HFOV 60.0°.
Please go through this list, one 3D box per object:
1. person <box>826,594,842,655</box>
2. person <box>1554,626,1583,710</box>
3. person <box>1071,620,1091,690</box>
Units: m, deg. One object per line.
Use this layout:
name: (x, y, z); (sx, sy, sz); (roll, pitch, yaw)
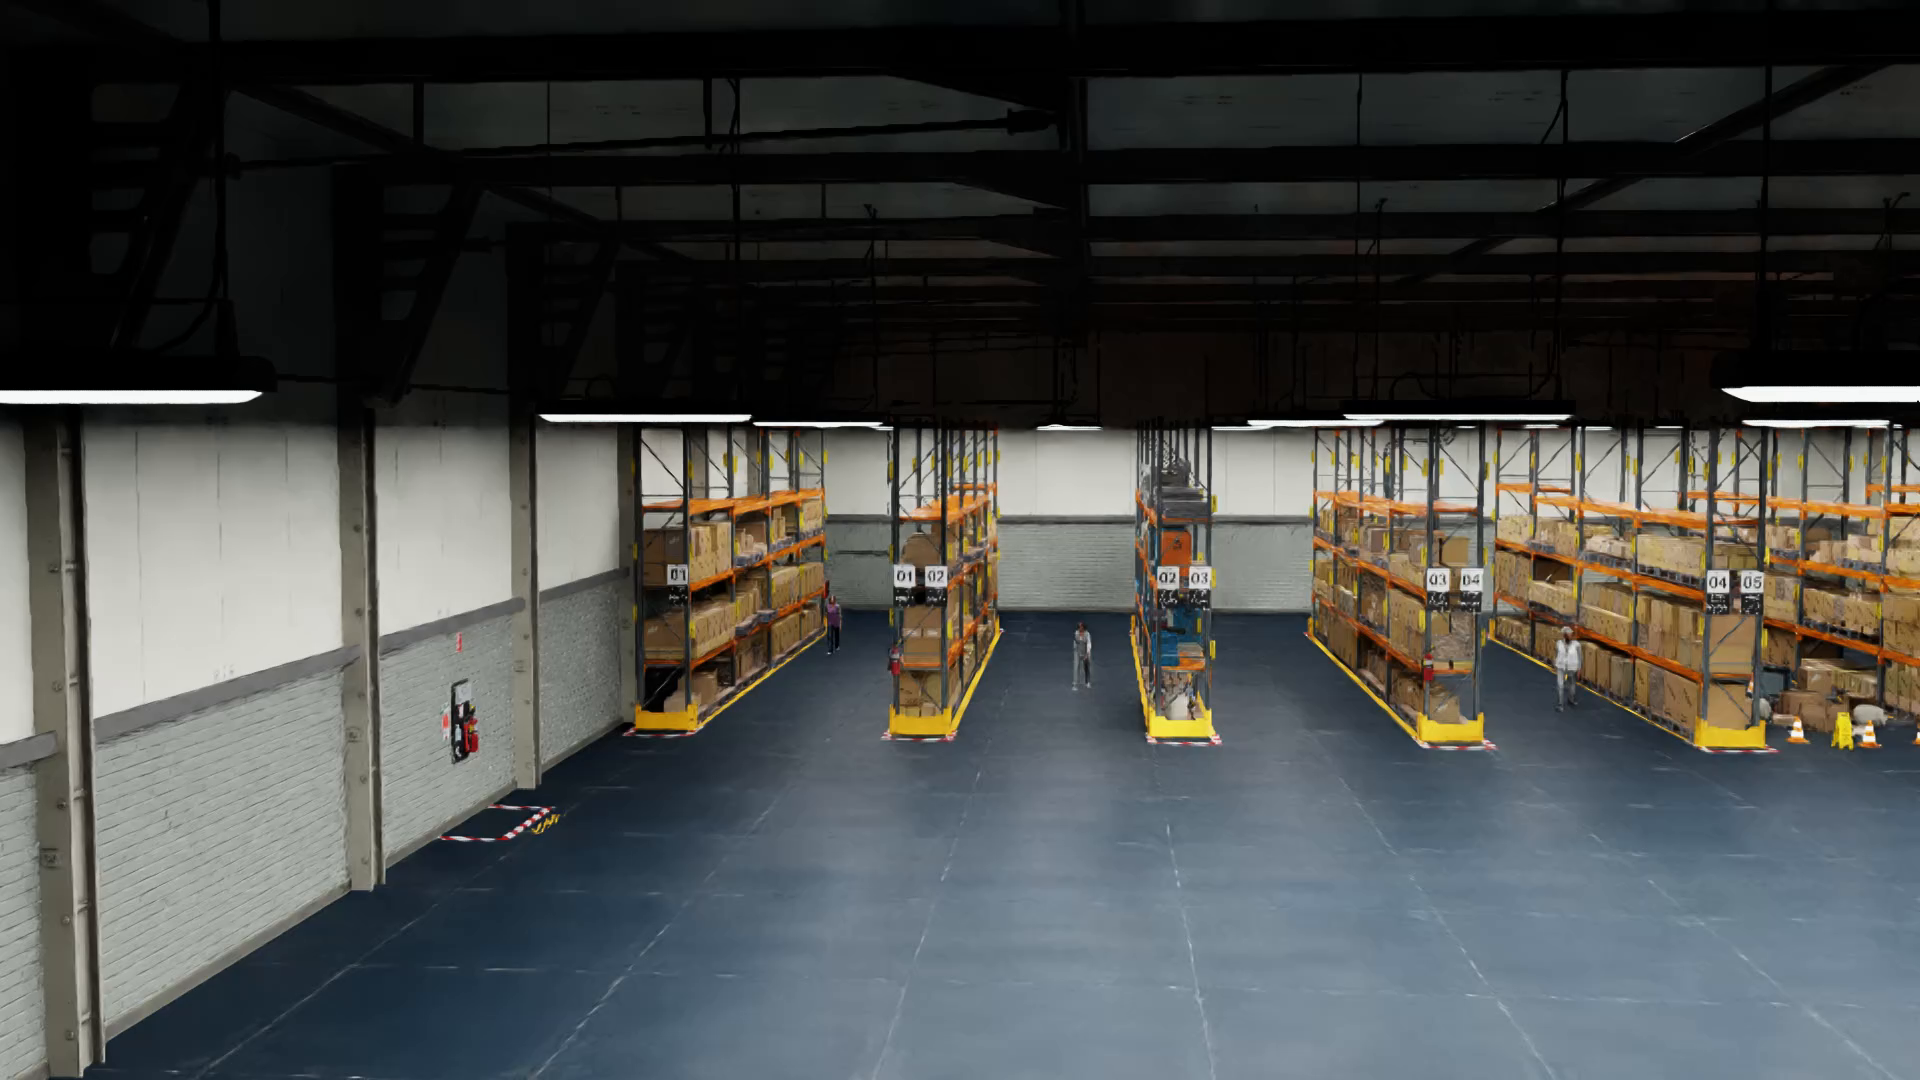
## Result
person: (-3.228, 2.156, 42.707); (0.430, 1.539, 0.949); (0, 4, 3)
person: (12.513, 2.624, 34.220); (0.552, 1.736, 0.925); (1, 4, 21)
person: (2.713, 2.539, 36.819); (0.408, 1.533, 0.961); (1, 4, 14)
